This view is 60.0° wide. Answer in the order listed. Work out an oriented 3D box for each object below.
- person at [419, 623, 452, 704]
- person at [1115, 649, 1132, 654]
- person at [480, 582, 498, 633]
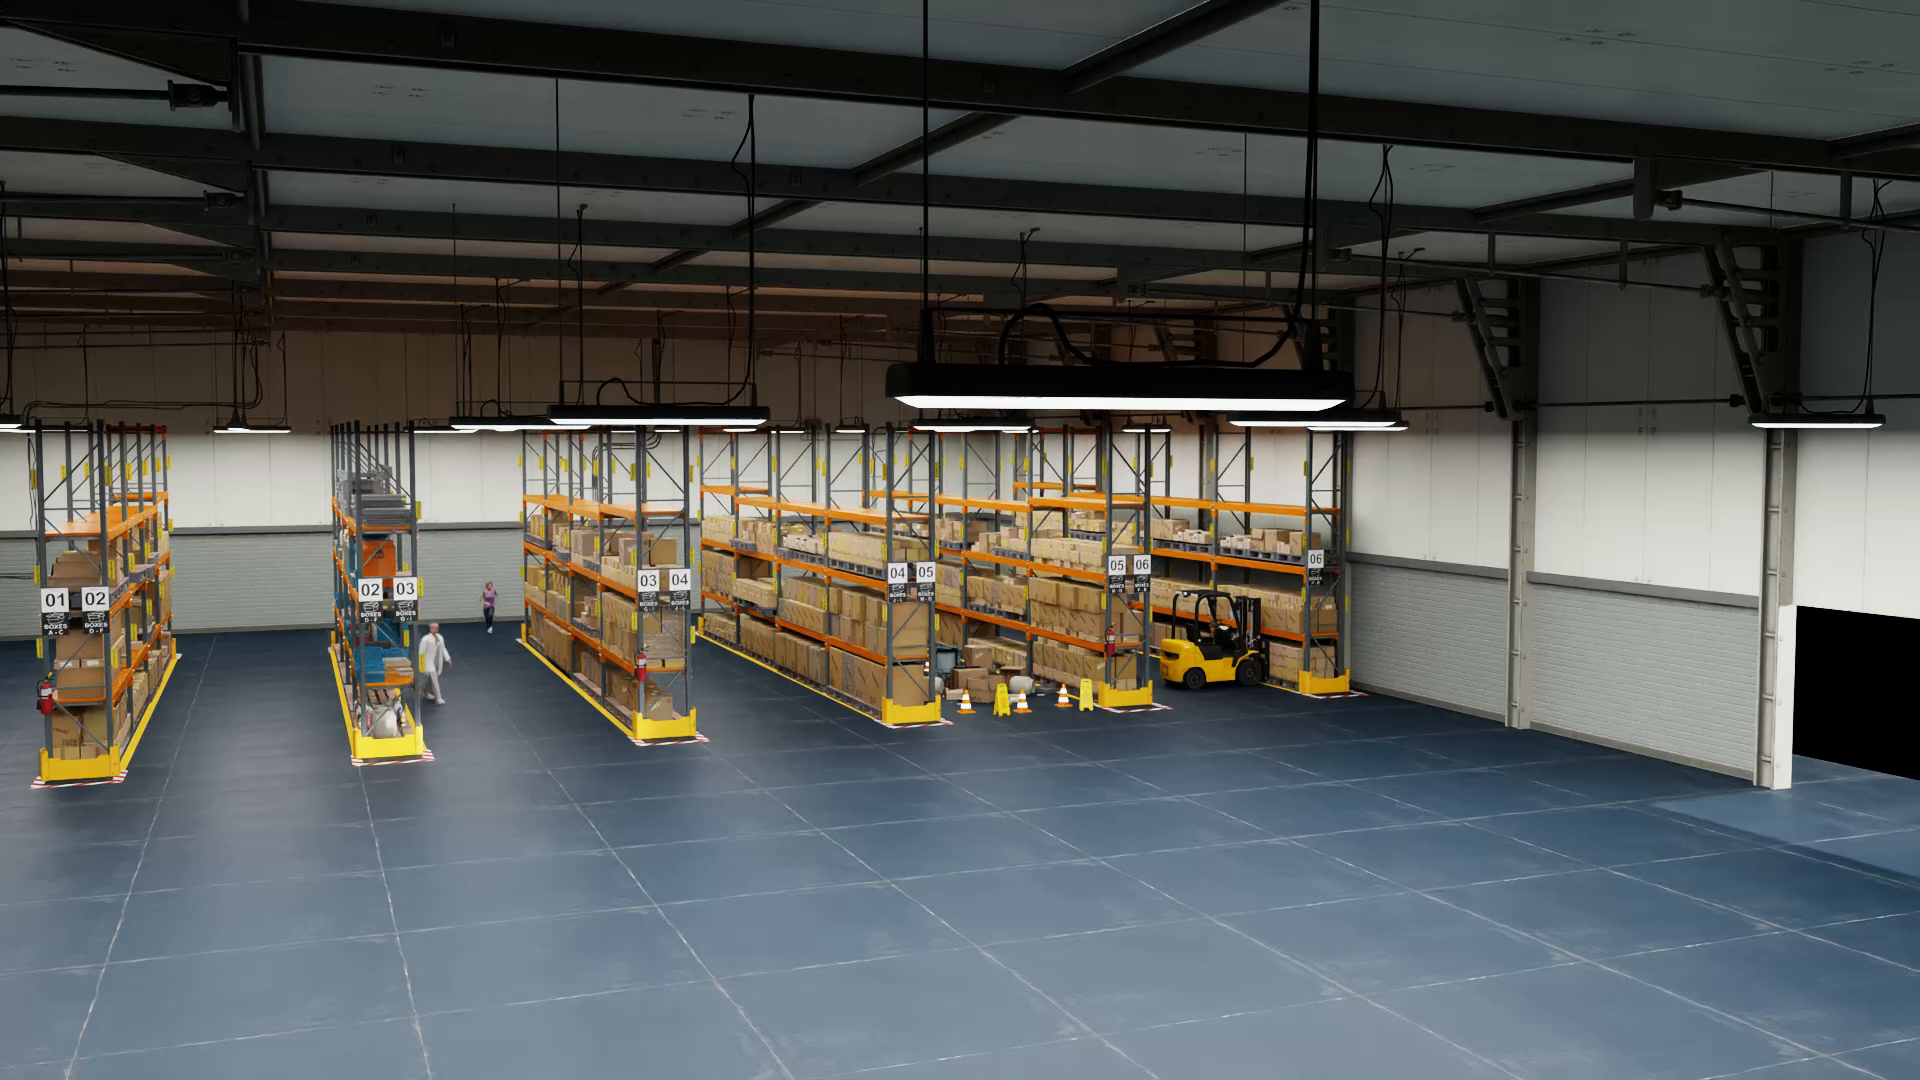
[{"bbox_3d":[-11.245,2.616,35.558,1.204,1.713,0.676,3,5,43],"label":"person"},{"bbox_3d":[3.903,2.433,39.799,0.627,1.620,0.754,-1,4,-21],"label":"person"},{"bbox_3d":[-13.624,1.943,48.113,0.491,1.514,0.783,-1,4,-10],"label":"person"}]
